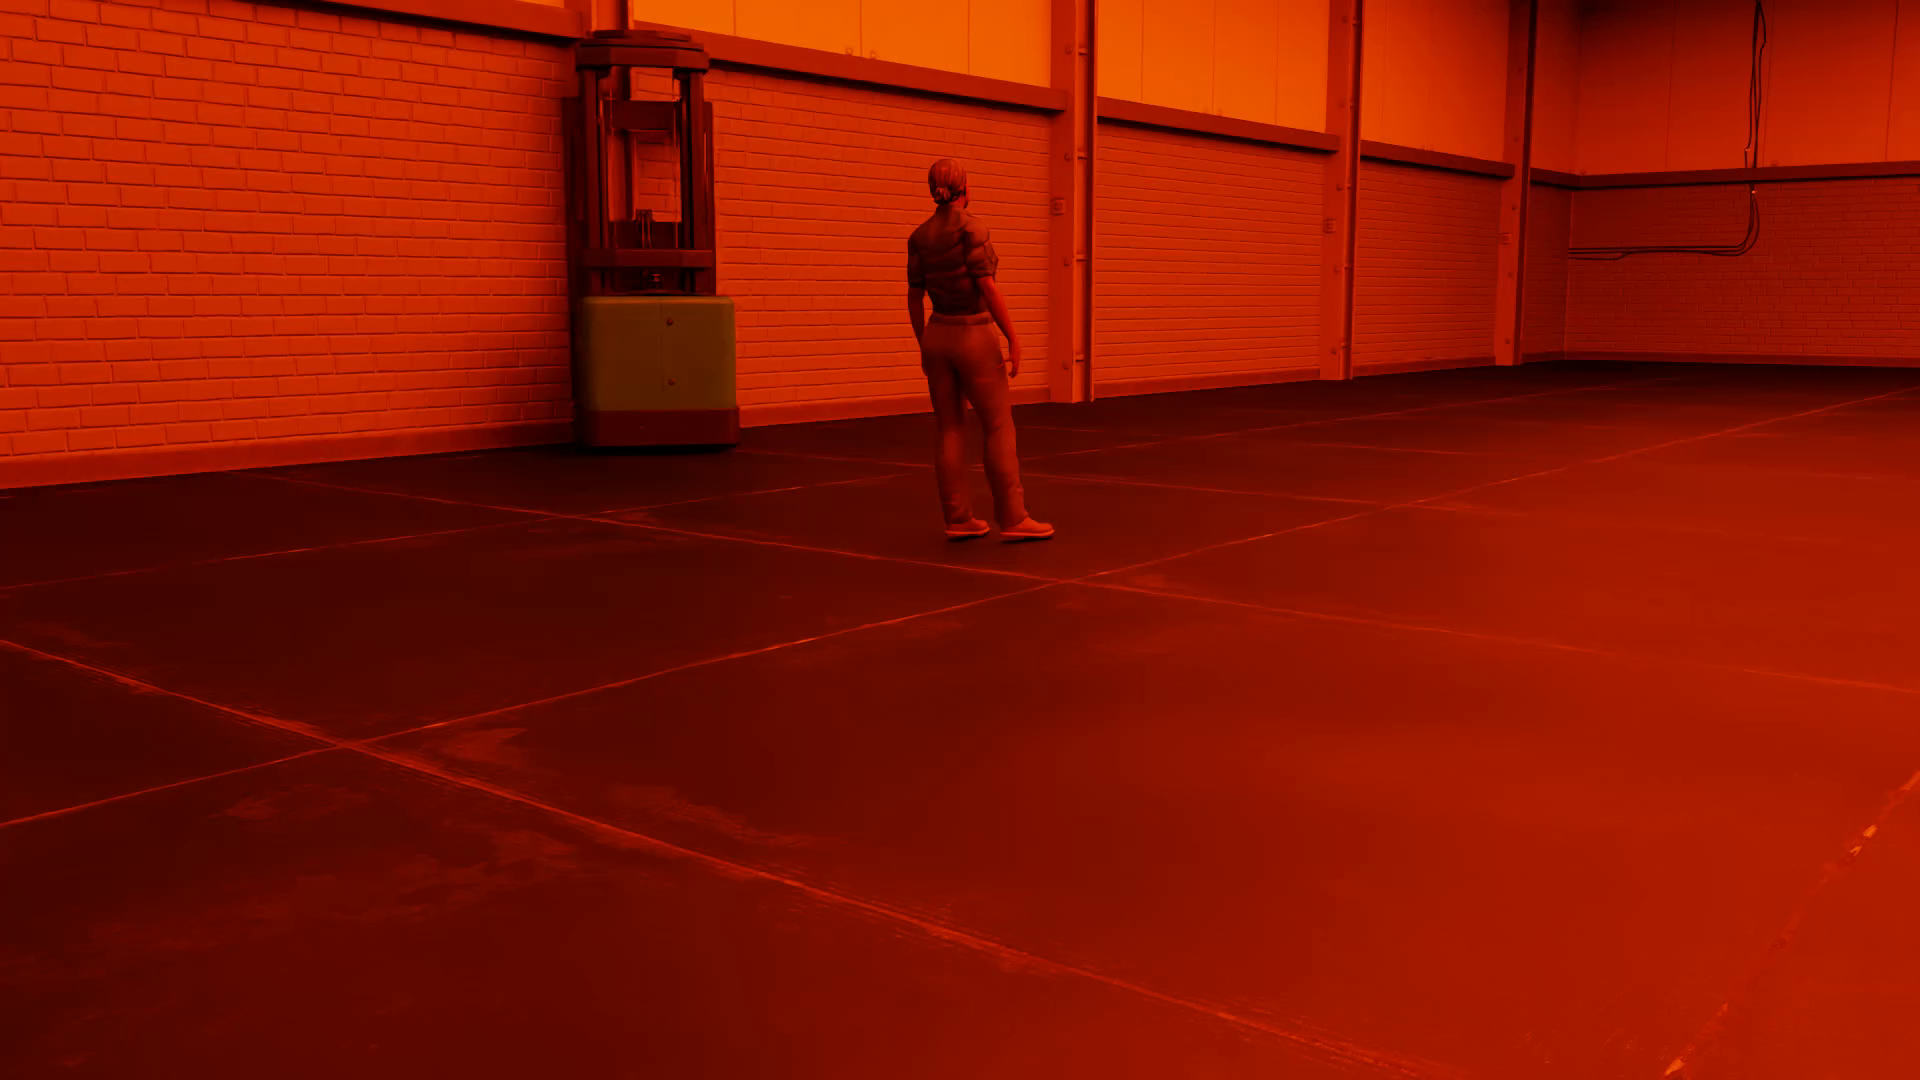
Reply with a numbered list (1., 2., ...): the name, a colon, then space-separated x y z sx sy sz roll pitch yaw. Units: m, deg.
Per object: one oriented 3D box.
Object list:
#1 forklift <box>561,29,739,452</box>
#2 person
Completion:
1. forklift: -2.430 -2.236 12.561 1.130 2.935 3.031 -2 9 -16
2. person: 0.070 -0.834 7.339 0.569 1.654 0.504 7 11 38
